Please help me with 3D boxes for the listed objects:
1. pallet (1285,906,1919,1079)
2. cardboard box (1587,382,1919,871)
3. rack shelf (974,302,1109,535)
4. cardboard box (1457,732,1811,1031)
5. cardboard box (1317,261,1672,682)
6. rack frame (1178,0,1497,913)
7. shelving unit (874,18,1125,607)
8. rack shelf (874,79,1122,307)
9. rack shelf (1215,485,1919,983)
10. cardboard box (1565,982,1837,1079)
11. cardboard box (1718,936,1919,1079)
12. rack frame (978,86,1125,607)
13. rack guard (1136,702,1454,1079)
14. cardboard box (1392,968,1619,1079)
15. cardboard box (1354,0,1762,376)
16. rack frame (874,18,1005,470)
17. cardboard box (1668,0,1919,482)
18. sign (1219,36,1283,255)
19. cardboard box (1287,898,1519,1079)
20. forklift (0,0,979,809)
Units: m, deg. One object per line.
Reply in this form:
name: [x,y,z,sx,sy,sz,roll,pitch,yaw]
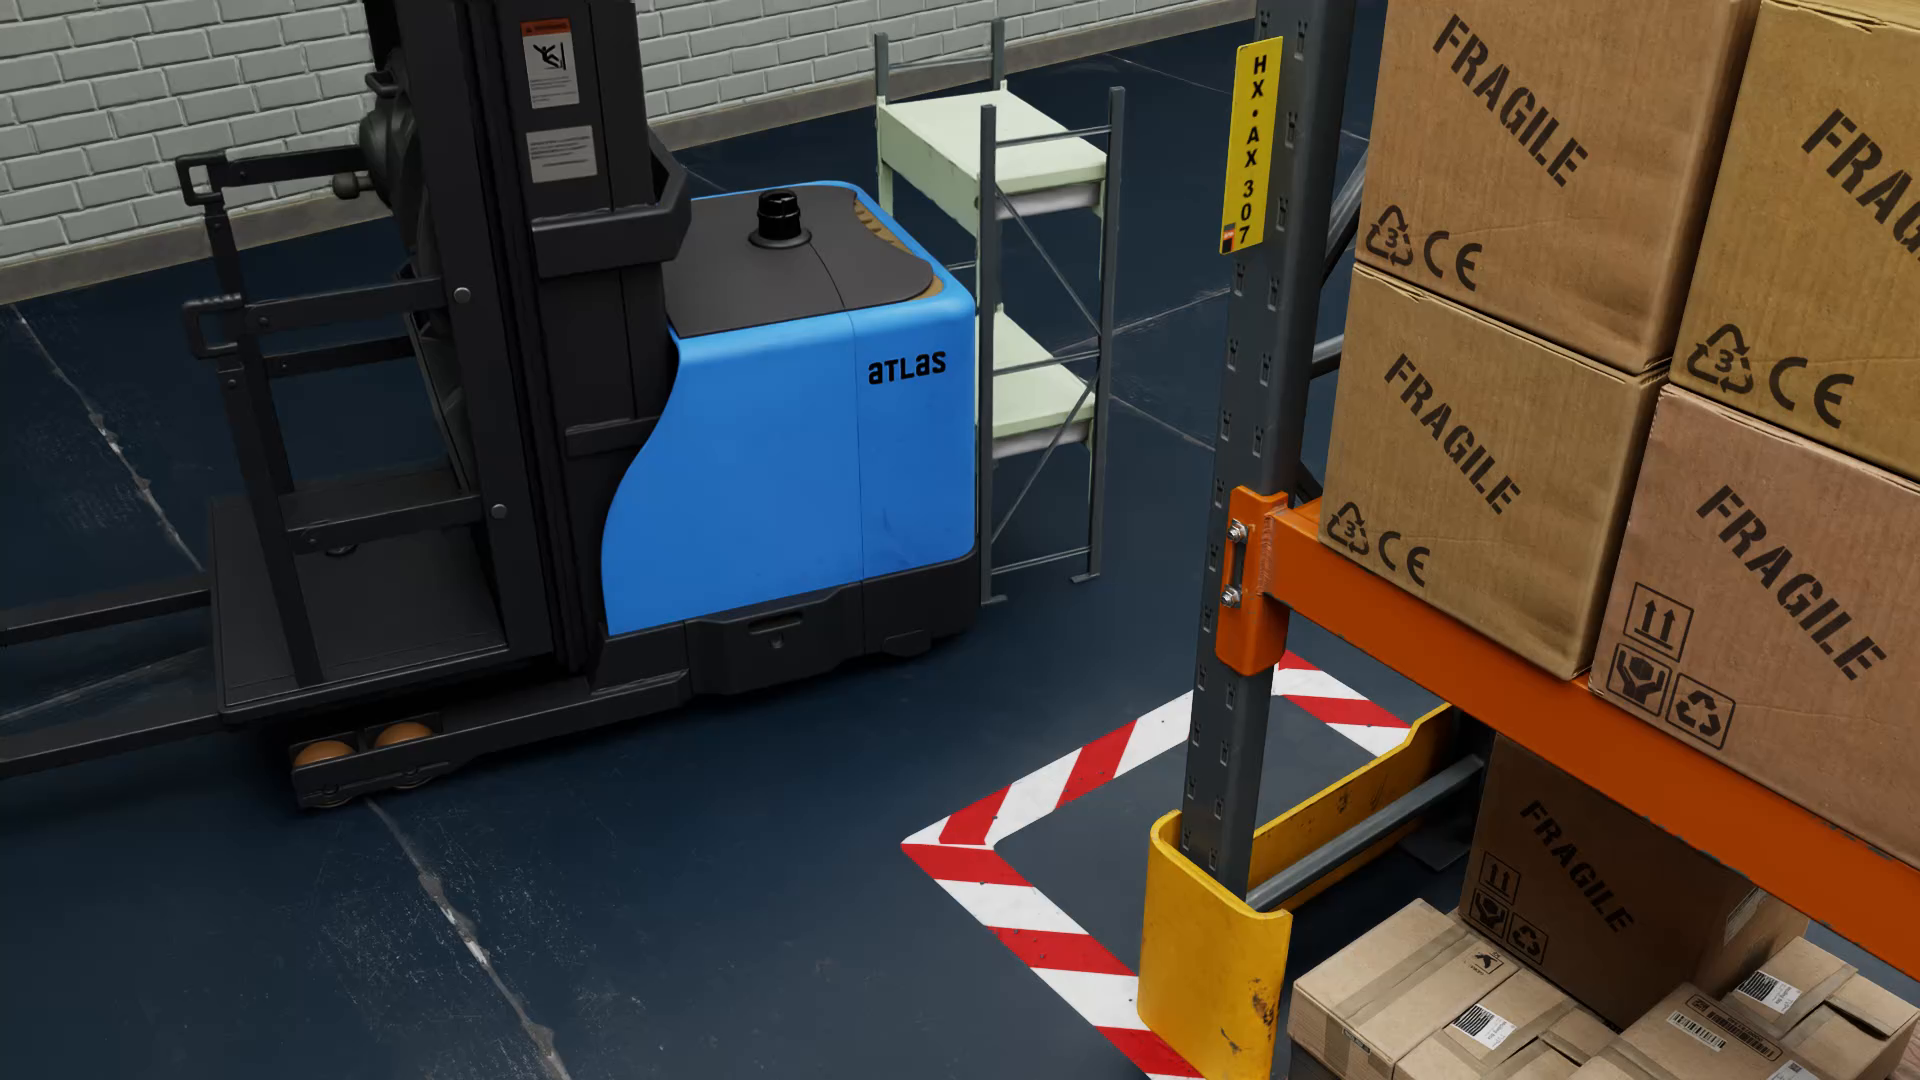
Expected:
pallet: [1.414,1.138,3.219,1.003,0.211,1.213,-22,38,-31]
cardboard box: [1.262,0.030,2.263,0.500,0.500,0.500,-23,38,-32]
rack shelf: [0.091,-0.387,5.070,0.431,0.370,0.720,-13,34,-20]
cardboard box: [1.406,0.611,3.375,0.500,0.500,0.500,-22,38,-31]
cardboard box: [0.941,-0.183,2.607,0.500,0.500,0.500,-21,38,-30]
rack frame: [0.878,-0.411,3.068,1.000,3.000,0.127,-22,38,-31]
shelving unit: [0.091,-0.664,4.898,0.431,1.500,0.755,-13,34,-20]
rack shelf: [0.091,-0.996,4.692,0.431,0.370,0.720,-13,34,-20]
rack shelf: [2.104,0.728,1.916,1.077,0.370,4.000,-22,38,-31]
cardboard box: [1.294,1.097,2.829,0.500,0.250,0.500,-22,38,-31]
cardboard box: [1.583,0.951,3.145,0.380,0.166,0.250,-22,38,-31]
rack frame: [0.238,-0.488,4.613,0.400,1.500,0.023,-13,34,-20]
rack guard: [0.924,0.683,3.677,1.175,0.500,0.348,-22,38,-31]
cardboard box: [1.016,0.996,3.072,0.380,0.166,0.250,-22,38,-31]
cardboard box: [0.941,-0.608,2.343,0.500,0.500,0.500,-21,38,-30]
rack frame: [-0.057,-0.841,5.183,0.400,1.500,0.023,-13,34,-20]
cardboard box: [1.268,-0.392,1.996,0.500,0.500,0.500,-22,38,-31]
sign: [0.449,-0.603,2.557,0.100,0.325,0.005,-22,38,-31]
cardboard box: [0.863,0.899,3.244,0.380,0.149,0.250,-22,38,-31]
forklift: [-1.513,-0.891,3.906,3.031,2.935,1.130,-12,34,-19]
